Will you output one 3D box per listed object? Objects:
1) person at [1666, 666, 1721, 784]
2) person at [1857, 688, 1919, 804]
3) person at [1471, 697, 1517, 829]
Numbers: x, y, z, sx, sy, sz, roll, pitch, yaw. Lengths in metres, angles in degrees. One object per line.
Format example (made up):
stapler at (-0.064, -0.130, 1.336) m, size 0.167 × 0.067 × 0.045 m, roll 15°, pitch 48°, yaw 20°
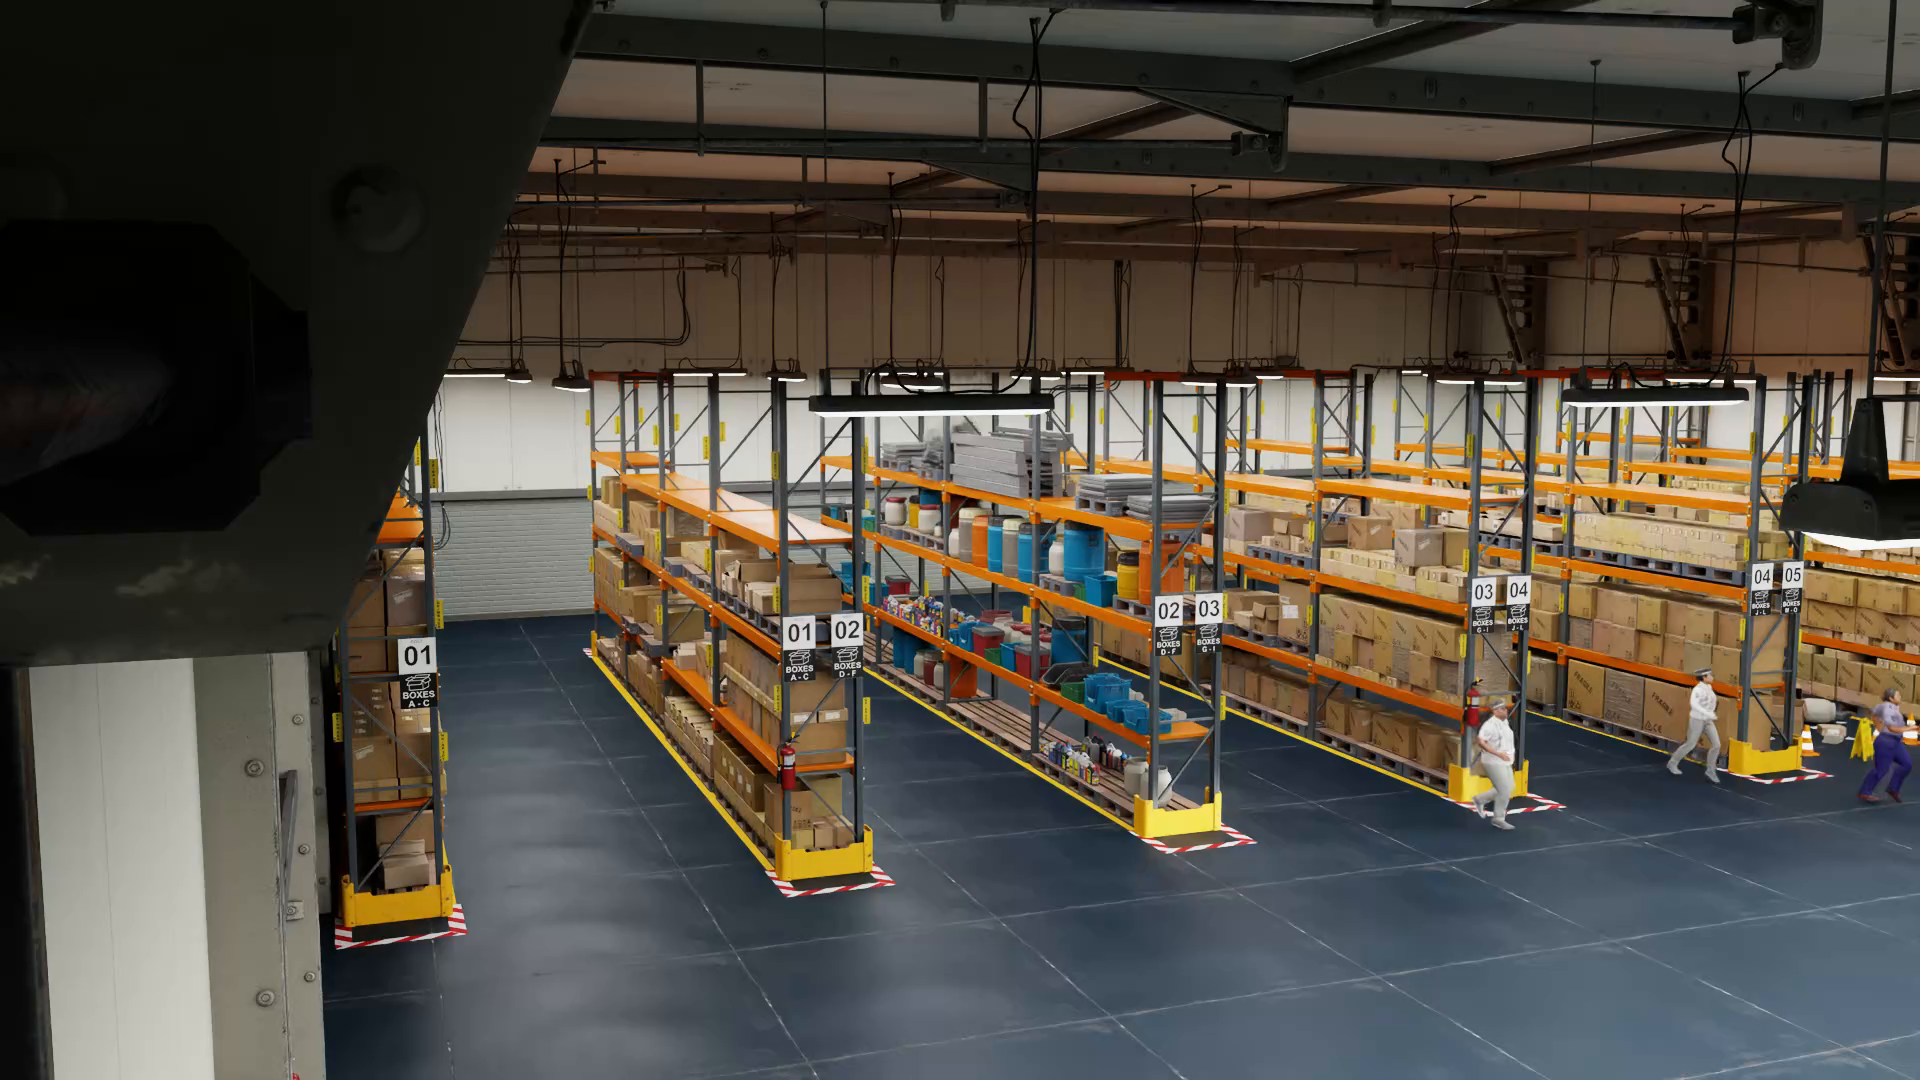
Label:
person at (11.104, 2.732, 24.908) m, size 0.680 × 1.711 × 0.774 m, roll -5°, pitch 8°, yaw -41°
person at (13.091, 2.913, 23.393) m, size 0.730 × 1.684 × 0.604 m, roll 4°, pitch 8°, yaw 35°
person at (7.196, 2.986, 22.383) m, size 0.650 × 1.778 × 0.711 m, roll 6°, pitch 9°, yaw 42°
